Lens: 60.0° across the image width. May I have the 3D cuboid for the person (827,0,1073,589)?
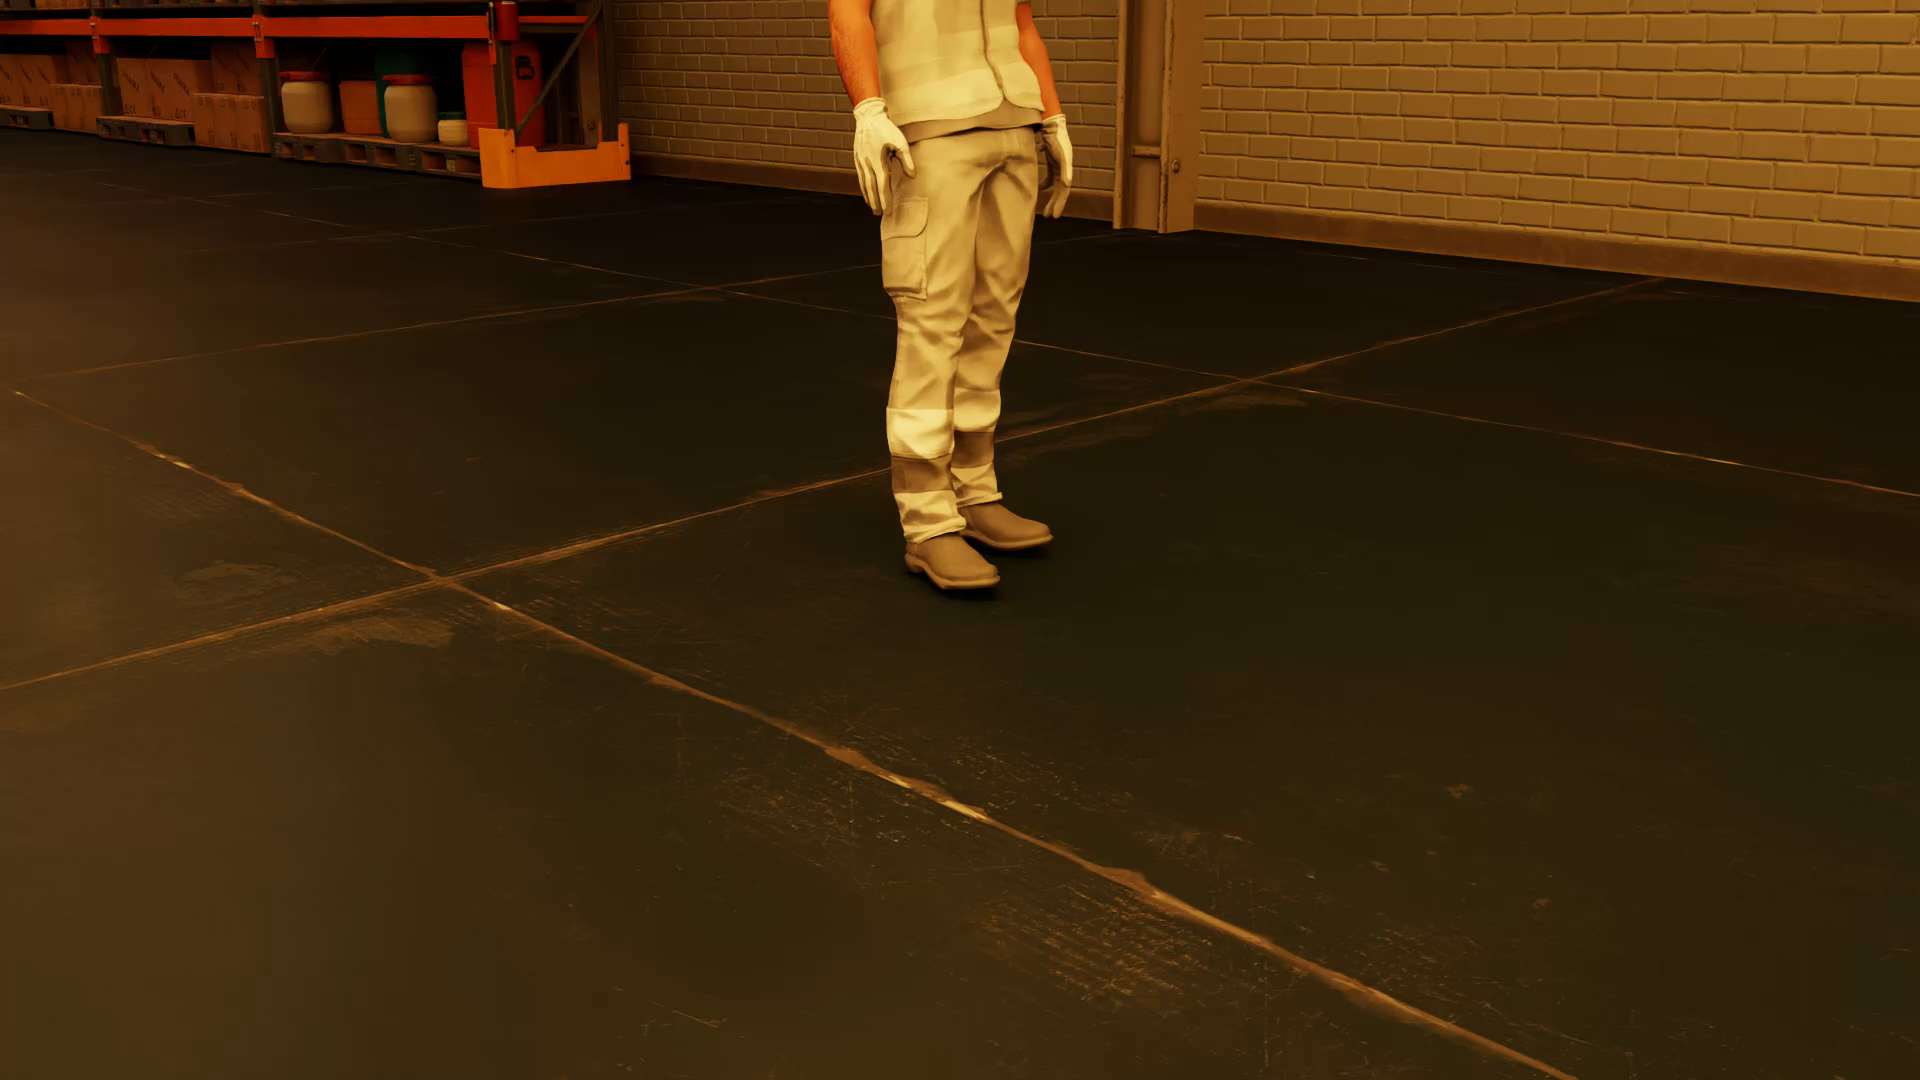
[{"bbox_3d":[0.049,-0.843,3.567,0.564,1.787,0.638,16,23,42],"label":"person"}]
